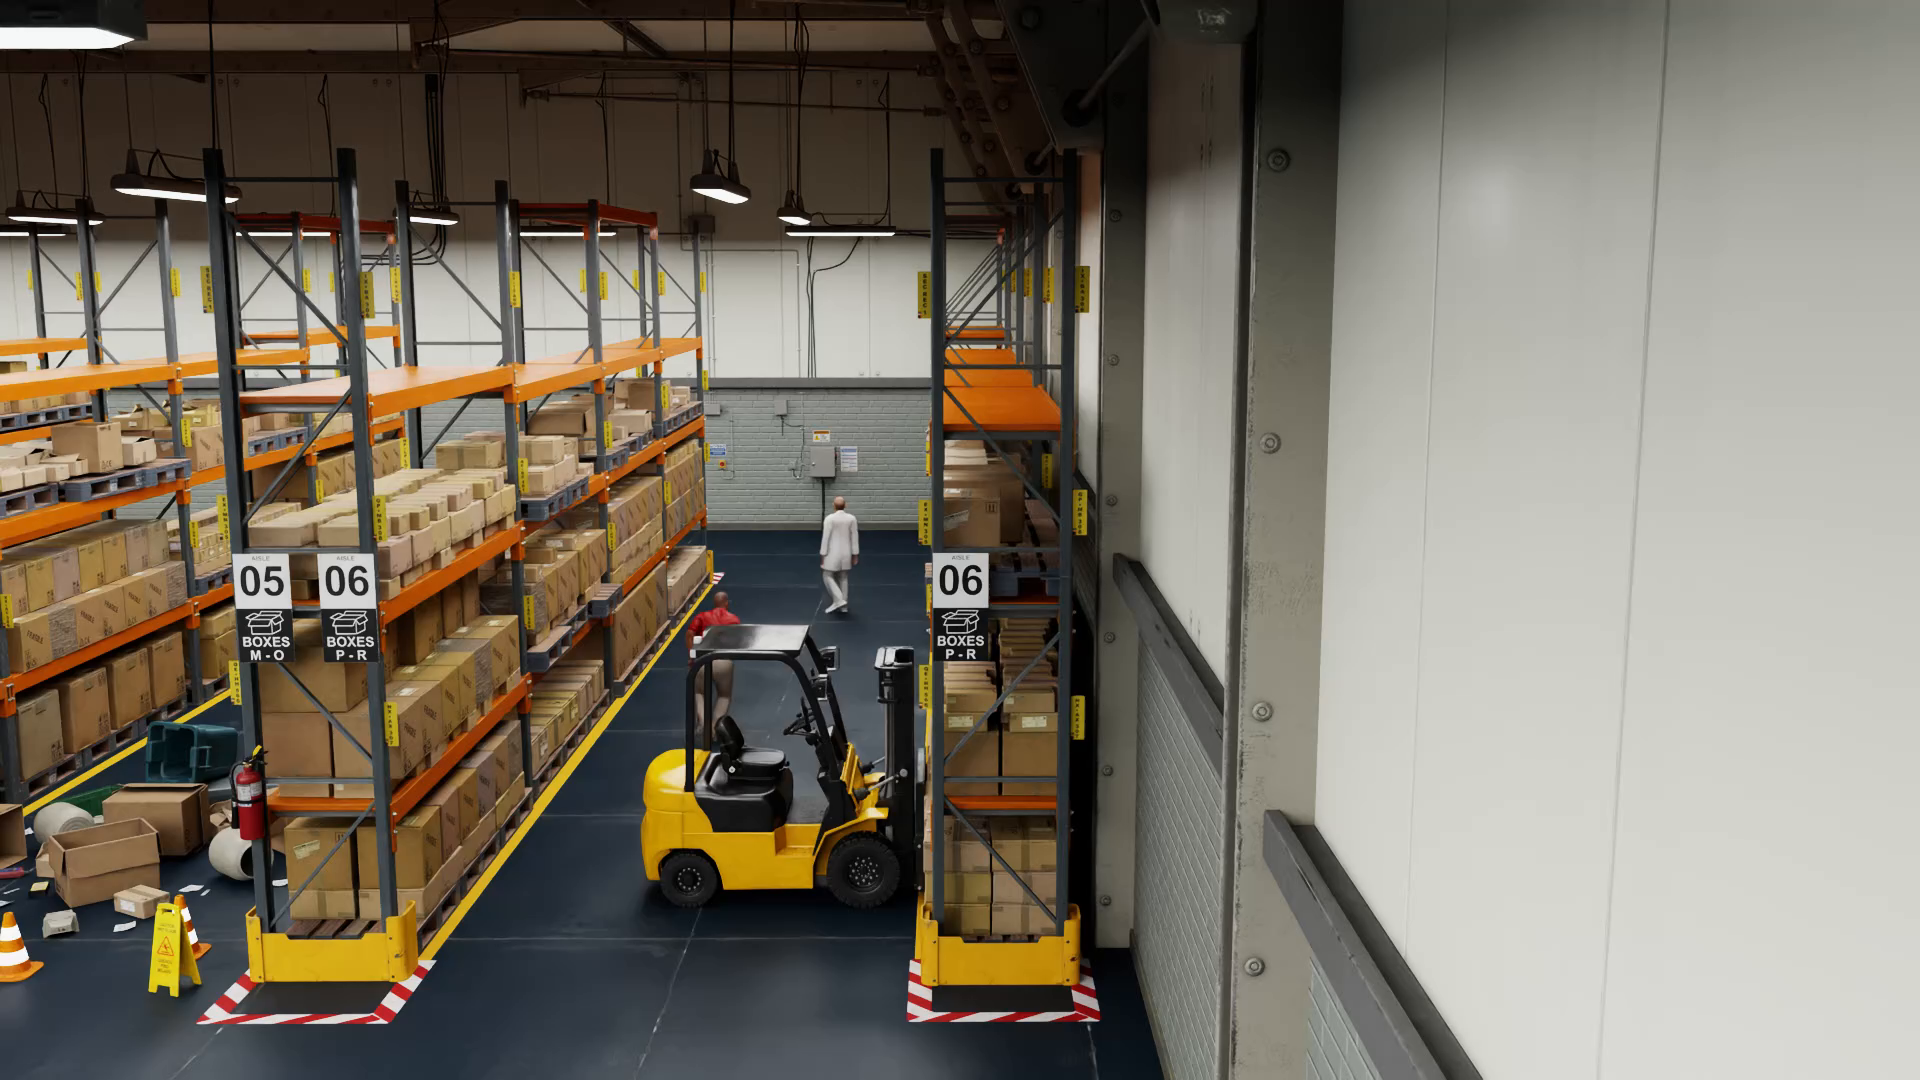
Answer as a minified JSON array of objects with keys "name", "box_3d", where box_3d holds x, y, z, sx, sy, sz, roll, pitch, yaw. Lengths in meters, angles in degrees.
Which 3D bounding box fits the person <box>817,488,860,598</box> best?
[{"name":"person","box_3d":[-1.857,0.143,25.466,0.641,1.488,0.537,-1,9,-8]}]

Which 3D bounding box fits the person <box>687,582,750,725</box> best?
[{"name":"person","box_3d":[-2.739,1.355,18.921,0.708,1.713,0.966,1,9,3]}]
